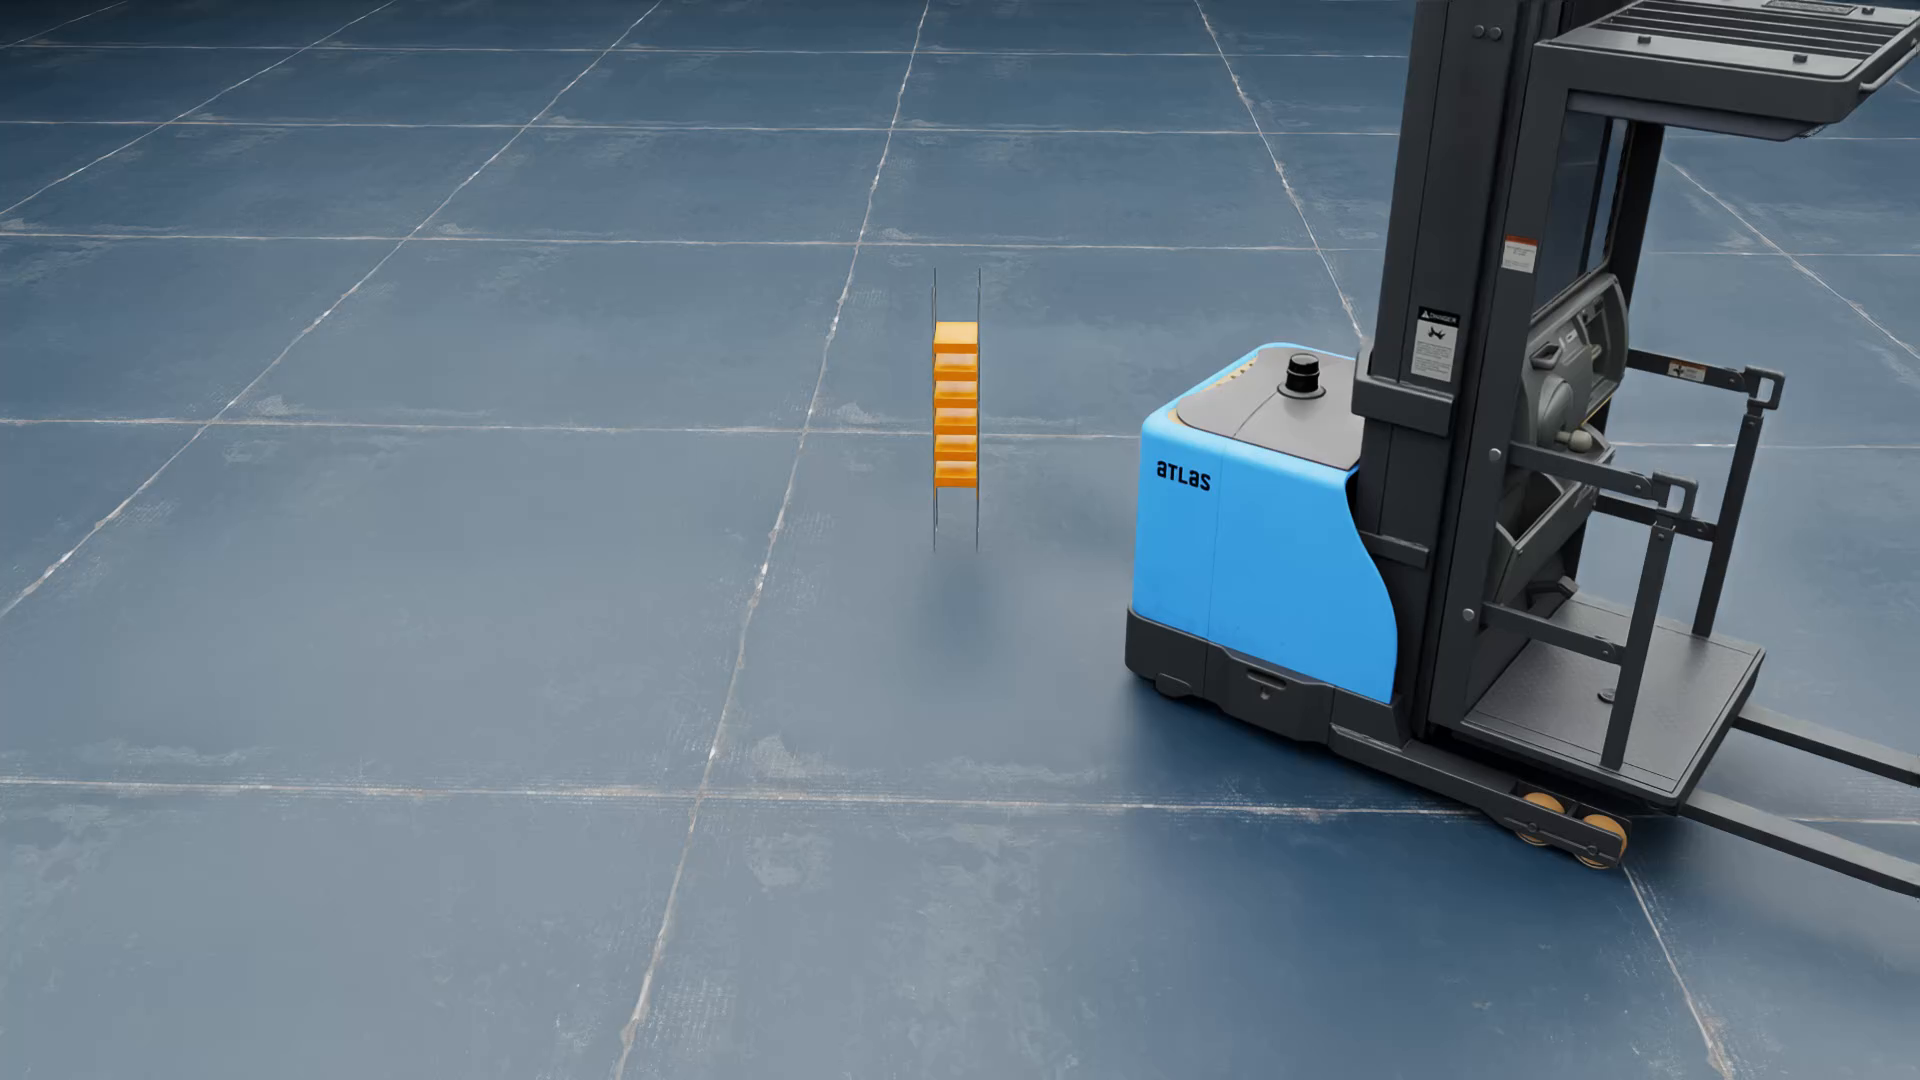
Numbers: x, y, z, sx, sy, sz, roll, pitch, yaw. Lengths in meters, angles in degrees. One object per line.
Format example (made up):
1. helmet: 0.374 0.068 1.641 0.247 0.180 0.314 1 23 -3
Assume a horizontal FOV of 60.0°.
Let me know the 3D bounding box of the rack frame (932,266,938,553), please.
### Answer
1. rack frame: -0.106 -0.532 6.972 0.006 1.200 0.240 1 28 2

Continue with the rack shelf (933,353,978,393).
1. rack shelf: -0.014 -0.703 6.878 0.180 0.103 0.258 1 28 2

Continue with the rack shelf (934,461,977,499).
1. rack shelf: -0.014 -0.279 7.103 0.180 0.103 0.258 1 28 2

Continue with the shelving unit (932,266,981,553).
1. shelving unit: -0.014 -0.530 6.969 0.189 1.200 0.258 1 28 2

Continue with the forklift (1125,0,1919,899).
1. forklift: 2.102 -0.535 5.129 3.031 2.935 1.130 19 34 32

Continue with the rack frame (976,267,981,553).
1. rack frame: 0.077 -0.529 6.967 0.006 1.200 0.240 1 28 2

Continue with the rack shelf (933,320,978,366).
1. rack shelf: -0.014 -0.809 6.822 0.180 0.103 0.258 1 28 2

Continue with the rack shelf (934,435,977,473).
1. rack shelf: -0.014 -0.385 7.046 0.180 0.103 0.258 1 28 2

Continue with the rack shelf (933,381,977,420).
1. rack shelf: -0.014 -0.597 6.934 0.180 0.103 0.258 1 28 2

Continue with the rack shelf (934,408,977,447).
1. rack shelf: -0.014 -0.491 6.990 0.180 0.103 0.258 1 28 2
